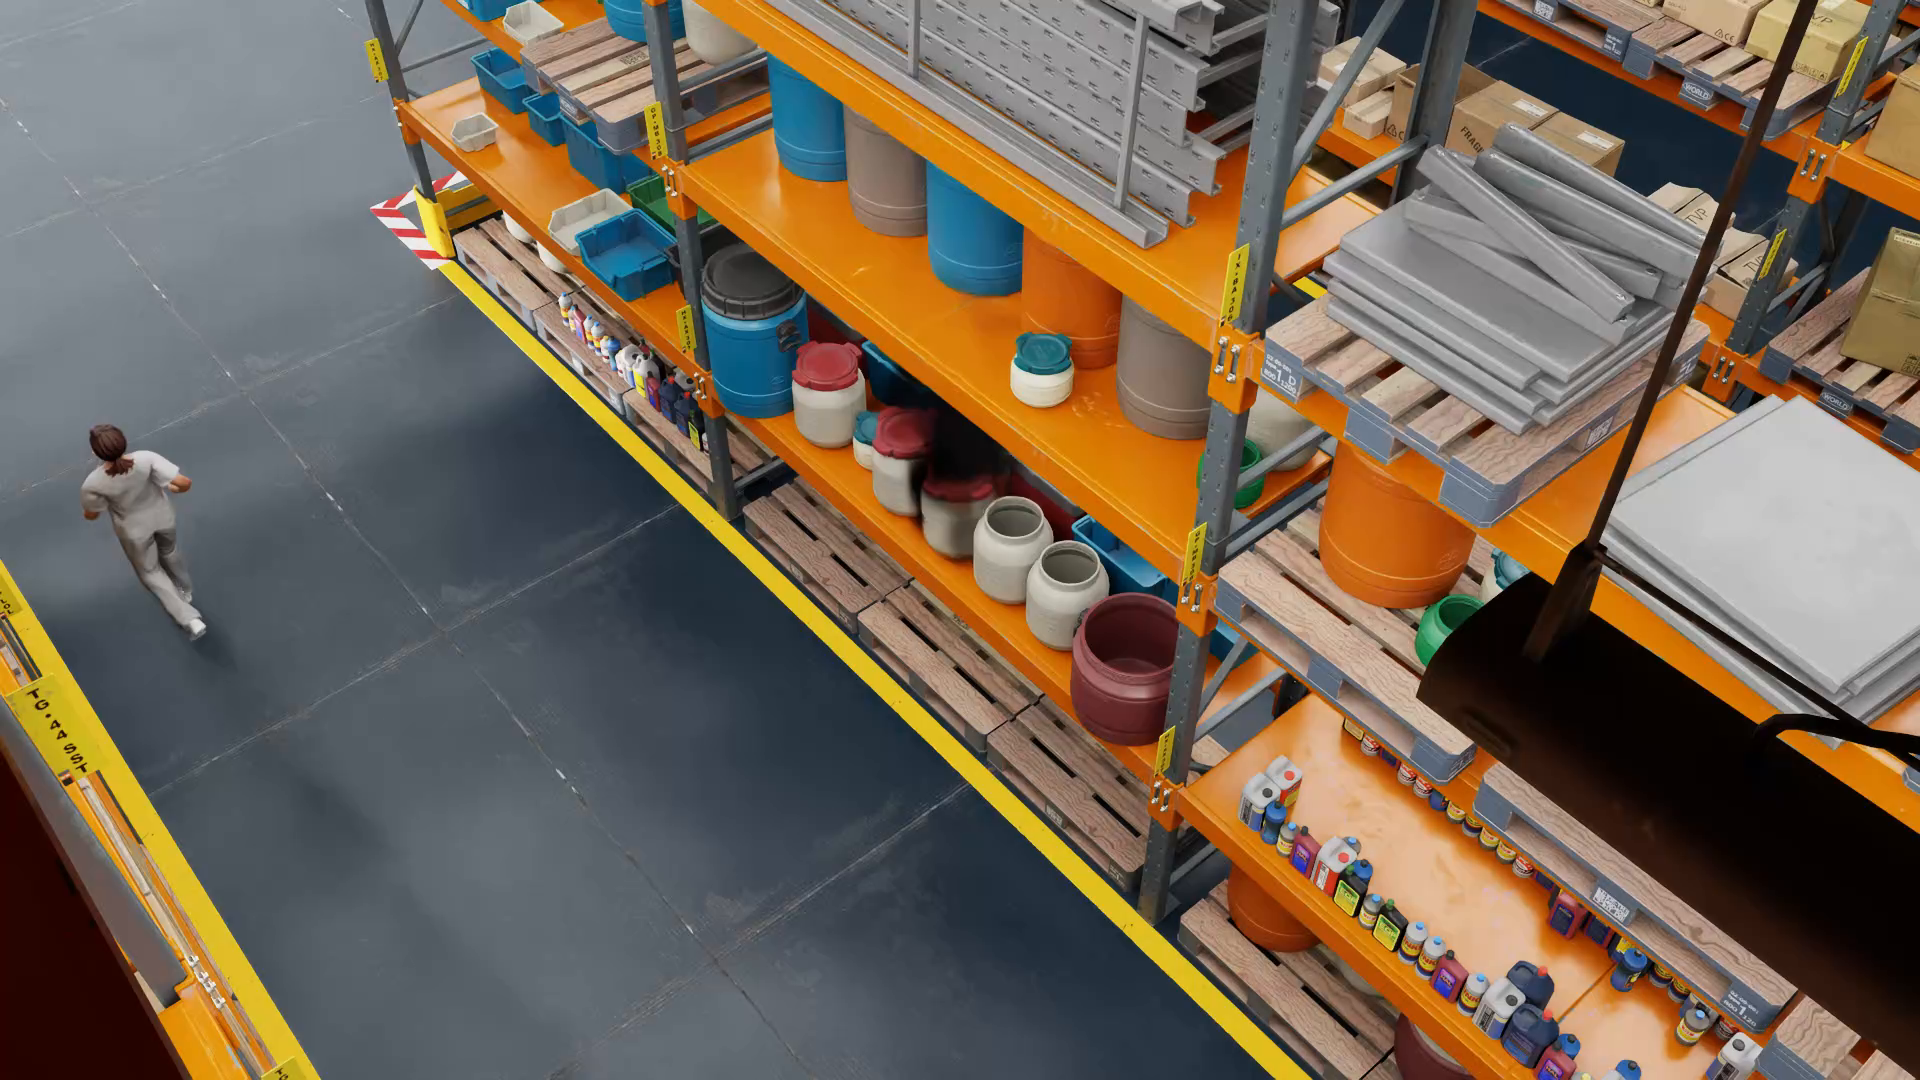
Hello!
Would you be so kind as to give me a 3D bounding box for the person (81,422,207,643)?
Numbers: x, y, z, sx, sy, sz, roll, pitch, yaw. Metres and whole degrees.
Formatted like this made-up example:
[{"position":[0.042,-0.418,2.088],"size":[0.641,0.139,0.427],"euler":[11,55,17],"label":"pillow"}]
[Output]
[{"position":[-4.790,-0.082,9.839],"size":[0.577,1.639,0.881],"euler":[-33,55,-28],"label":"person"}]
